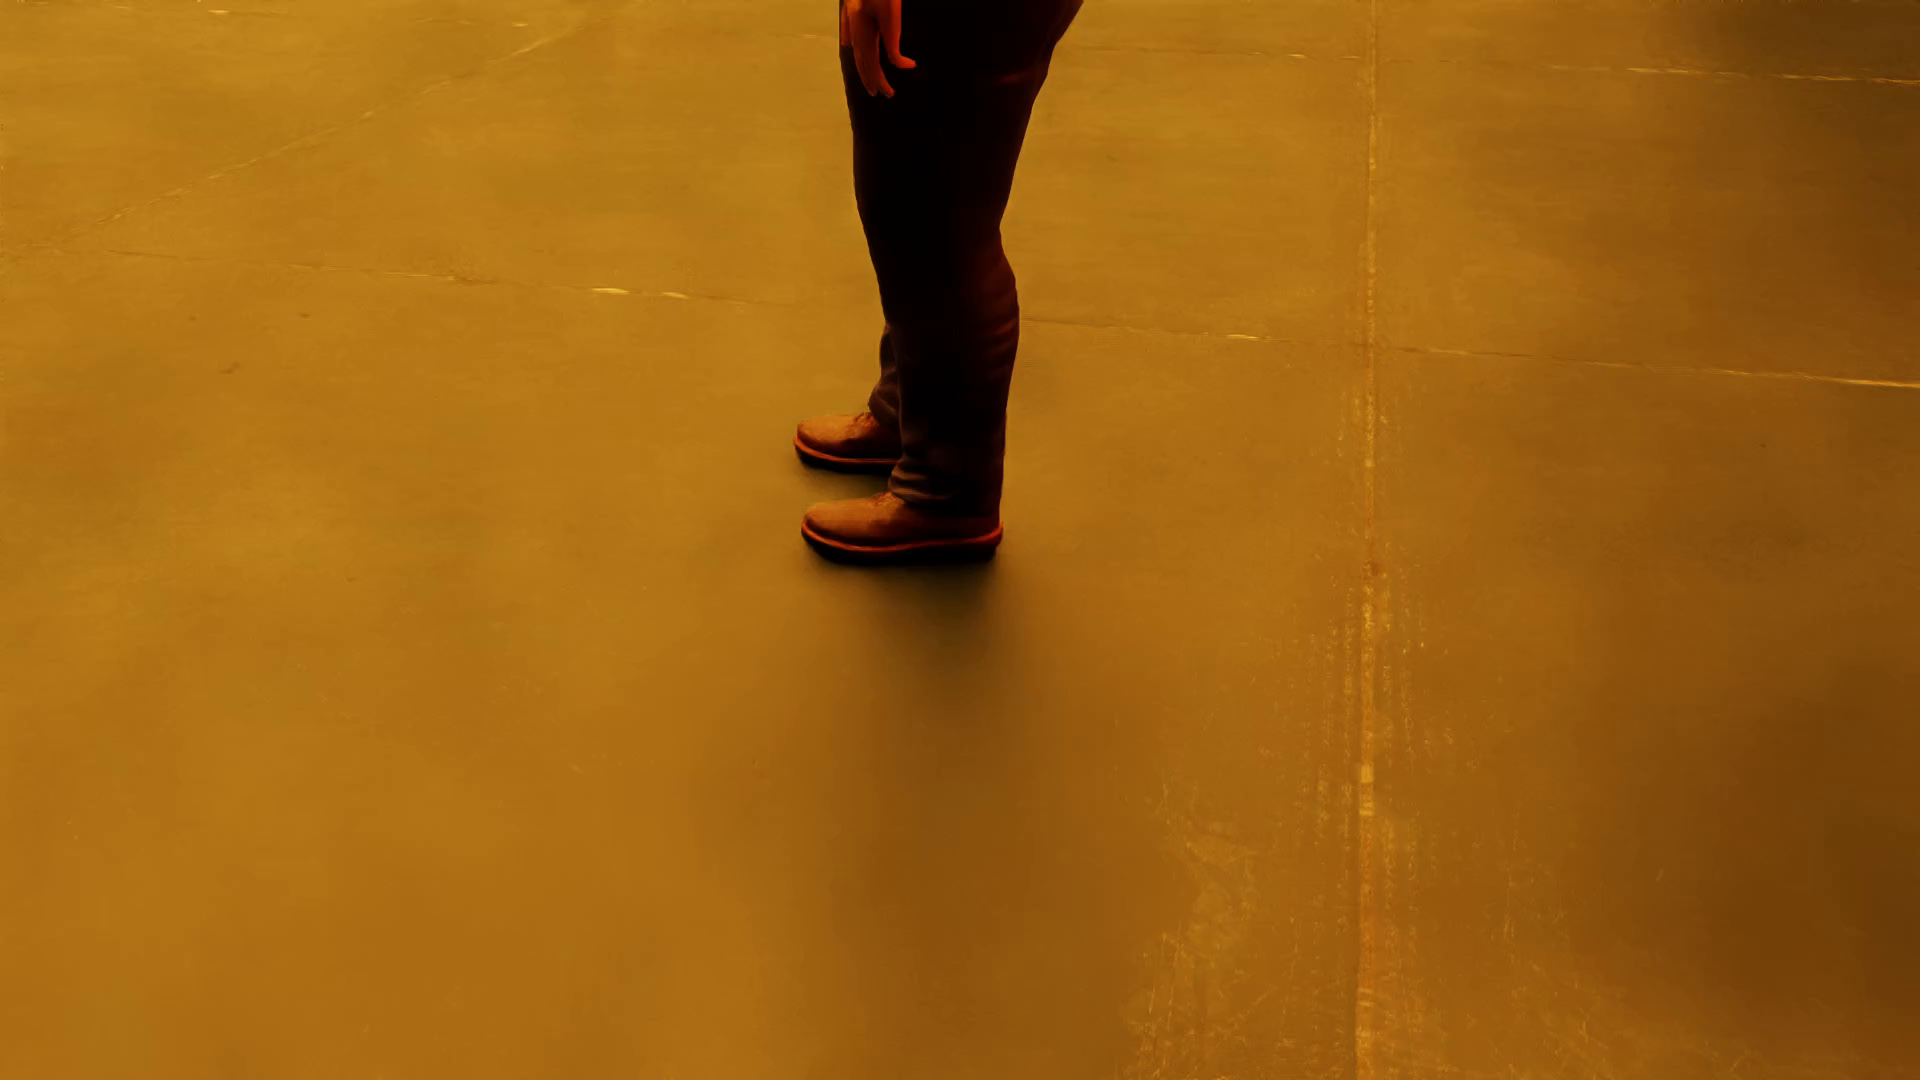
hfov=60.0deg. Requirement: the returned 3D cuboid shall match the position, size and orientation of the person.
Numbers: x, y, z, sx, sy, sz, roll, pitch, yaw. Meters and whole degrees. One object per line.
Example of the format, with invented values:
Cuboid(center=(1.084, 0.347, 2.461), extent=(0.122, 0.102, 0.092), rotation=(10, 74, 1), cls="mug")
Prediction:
Cuboid(center=(-0.083, -0.761, 2.163), extent=(0.502, 1.650, 0.599), rotation=(6, 27, 11), cls="person")
